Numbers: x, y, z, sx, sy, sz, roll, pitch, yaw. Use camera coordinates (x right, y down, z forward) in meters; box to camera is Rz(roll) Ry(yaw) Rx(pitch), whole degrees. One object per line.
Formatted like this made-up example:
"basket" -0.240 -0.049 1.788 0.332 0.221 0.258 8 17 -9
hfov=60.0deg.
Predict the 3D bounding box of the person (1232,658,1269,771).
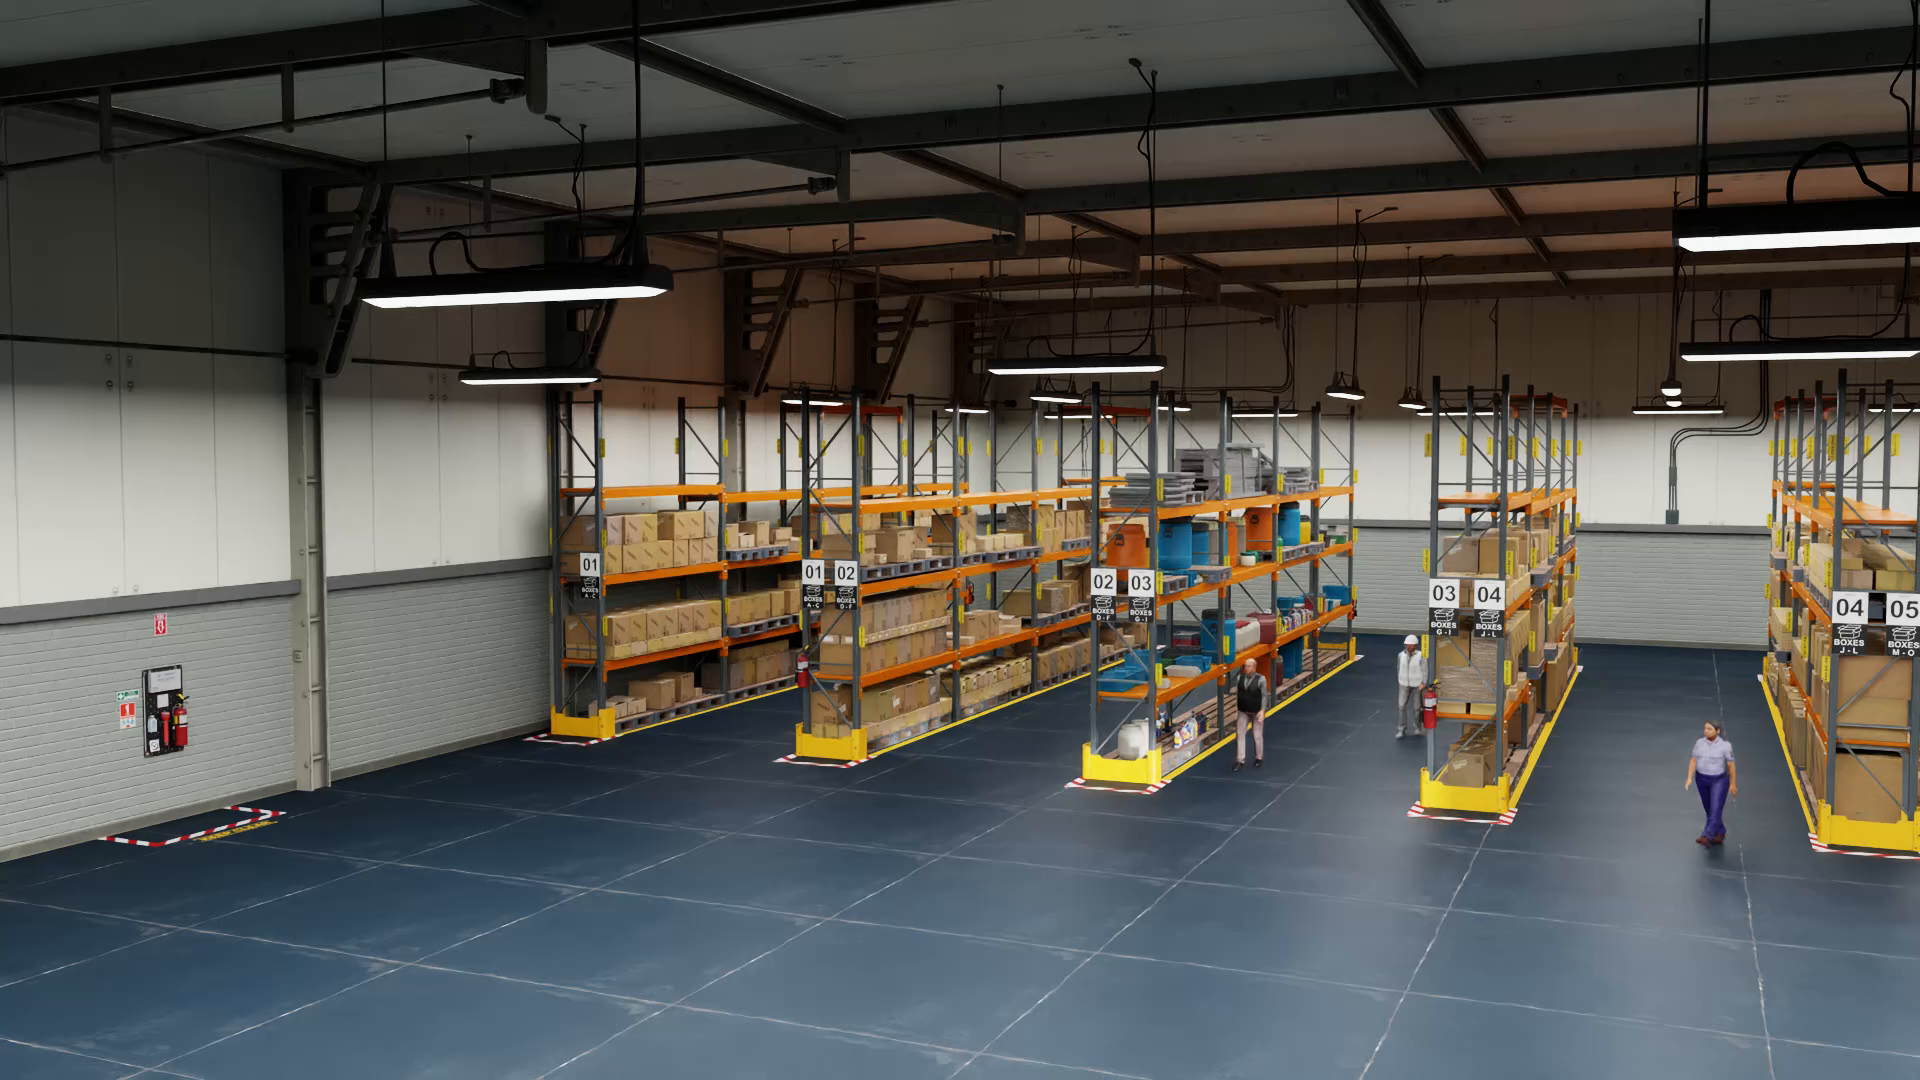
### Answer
"person" 4.525 2.711 25.941 0.584 1.732 0.696 2 4 34

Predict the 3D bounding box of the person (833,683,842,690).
"person" -2.269 2.292 32.987 0.611 1.710 1.062 1 3 15

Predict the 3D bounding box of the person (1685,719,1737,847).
"person" 9.345 3.039 20.781 1.032 1.592 0.531 -2 4 -34

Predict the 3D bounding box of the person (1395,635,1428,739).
"person" 7.813 2.529 28.793 0.584 1.782 0.696 2 4 35
